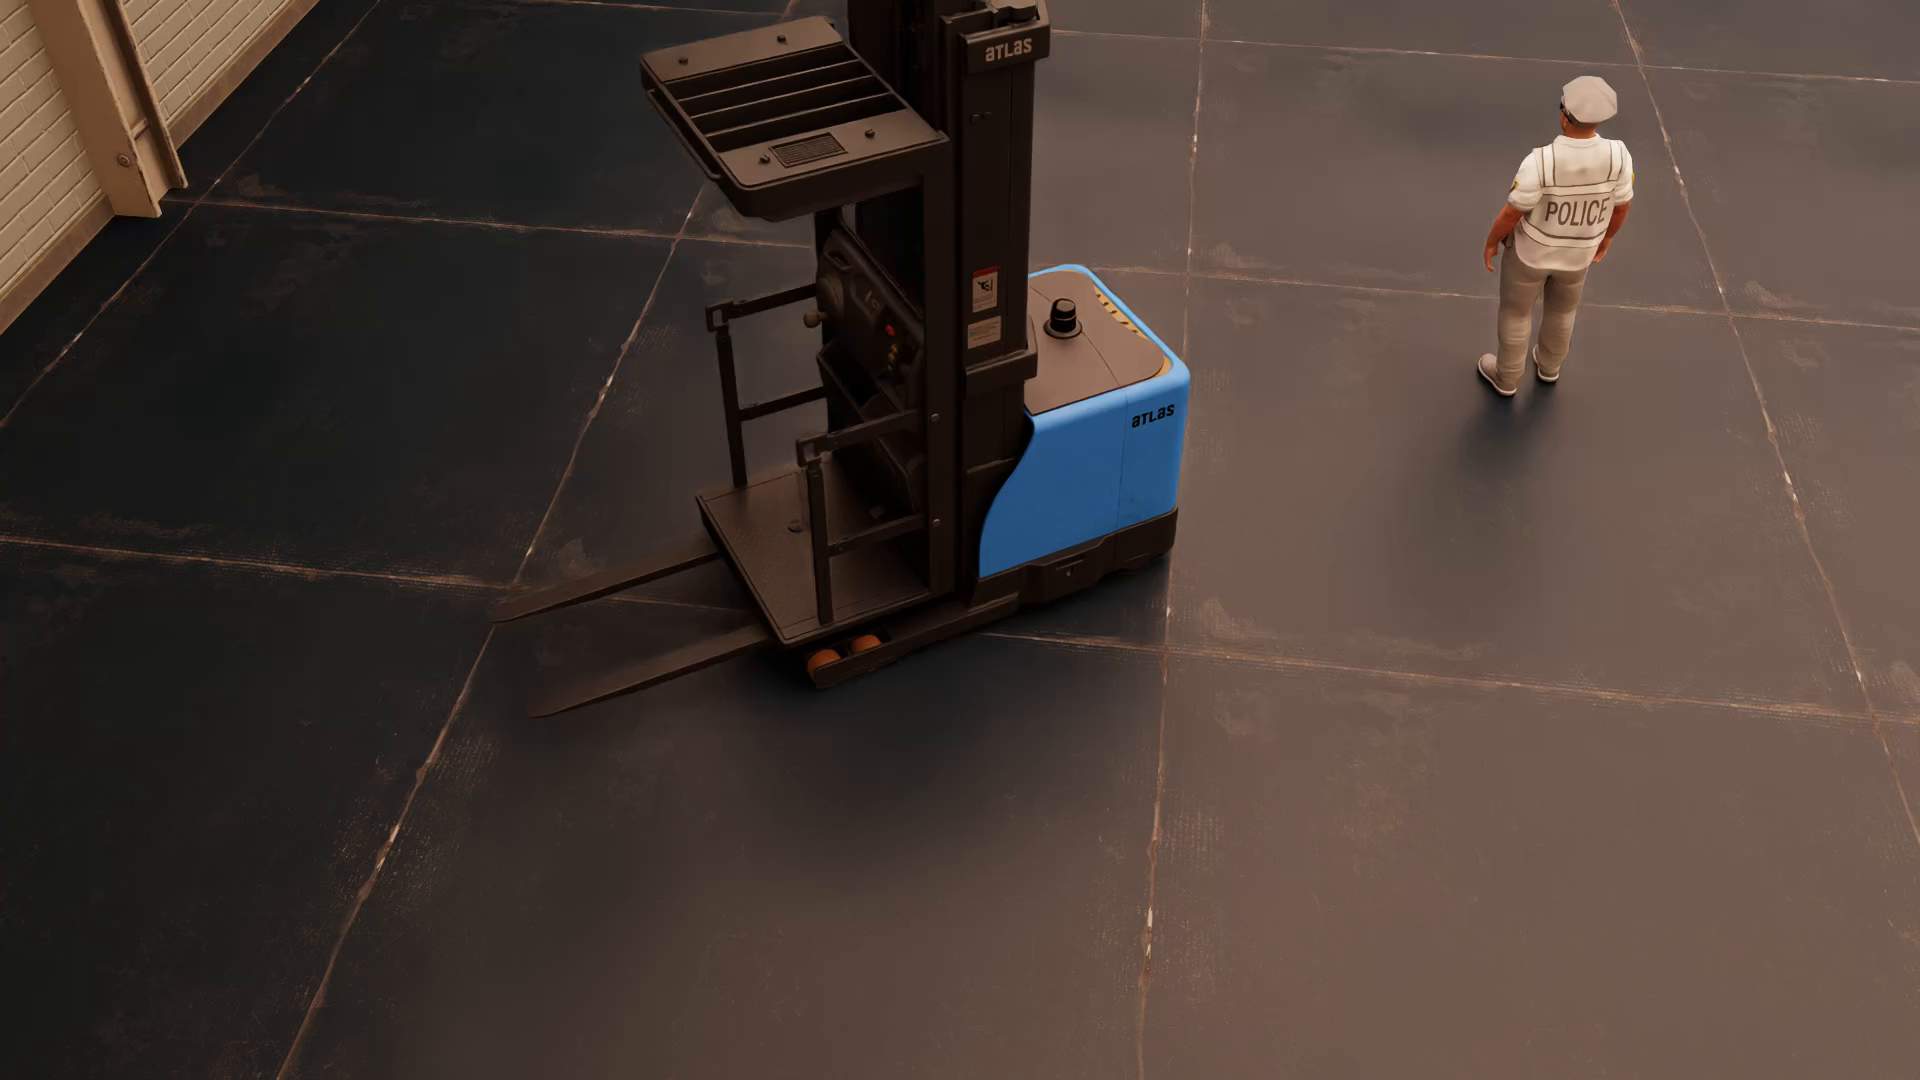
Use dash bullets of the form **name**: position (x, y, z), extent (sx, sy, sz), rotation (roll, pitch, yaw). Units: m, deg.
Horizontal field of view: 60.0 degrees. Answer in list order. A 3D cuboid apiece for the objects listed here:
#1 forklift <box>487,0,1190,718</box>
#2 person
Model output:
- **forklift**: position (-0.550, -0.853, 6.653), extent (3.031, 2.935, 1.130), rotation (-19, 46, -19)
- **person**: position (2.895, -1.498, 8.196), extent (0.642, 1.778, 0.575), rotation (-1, 43, -1)
